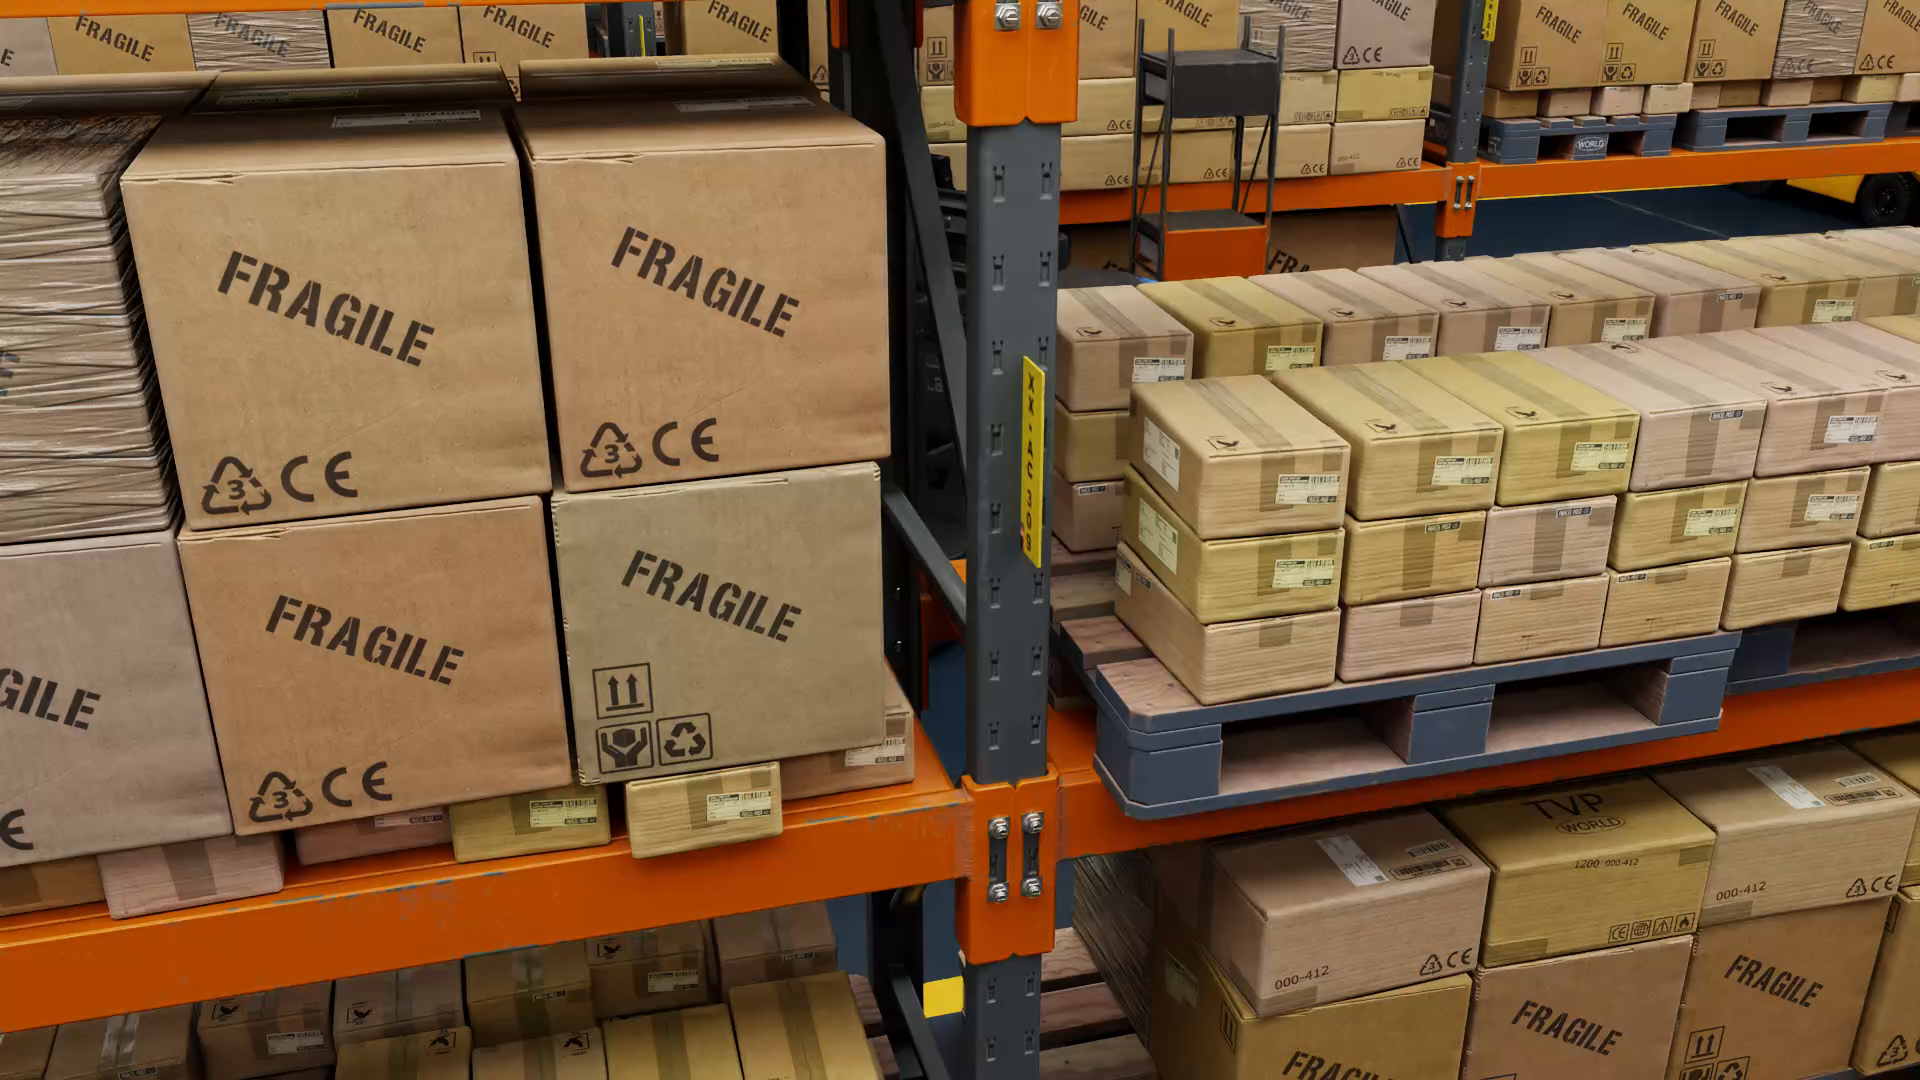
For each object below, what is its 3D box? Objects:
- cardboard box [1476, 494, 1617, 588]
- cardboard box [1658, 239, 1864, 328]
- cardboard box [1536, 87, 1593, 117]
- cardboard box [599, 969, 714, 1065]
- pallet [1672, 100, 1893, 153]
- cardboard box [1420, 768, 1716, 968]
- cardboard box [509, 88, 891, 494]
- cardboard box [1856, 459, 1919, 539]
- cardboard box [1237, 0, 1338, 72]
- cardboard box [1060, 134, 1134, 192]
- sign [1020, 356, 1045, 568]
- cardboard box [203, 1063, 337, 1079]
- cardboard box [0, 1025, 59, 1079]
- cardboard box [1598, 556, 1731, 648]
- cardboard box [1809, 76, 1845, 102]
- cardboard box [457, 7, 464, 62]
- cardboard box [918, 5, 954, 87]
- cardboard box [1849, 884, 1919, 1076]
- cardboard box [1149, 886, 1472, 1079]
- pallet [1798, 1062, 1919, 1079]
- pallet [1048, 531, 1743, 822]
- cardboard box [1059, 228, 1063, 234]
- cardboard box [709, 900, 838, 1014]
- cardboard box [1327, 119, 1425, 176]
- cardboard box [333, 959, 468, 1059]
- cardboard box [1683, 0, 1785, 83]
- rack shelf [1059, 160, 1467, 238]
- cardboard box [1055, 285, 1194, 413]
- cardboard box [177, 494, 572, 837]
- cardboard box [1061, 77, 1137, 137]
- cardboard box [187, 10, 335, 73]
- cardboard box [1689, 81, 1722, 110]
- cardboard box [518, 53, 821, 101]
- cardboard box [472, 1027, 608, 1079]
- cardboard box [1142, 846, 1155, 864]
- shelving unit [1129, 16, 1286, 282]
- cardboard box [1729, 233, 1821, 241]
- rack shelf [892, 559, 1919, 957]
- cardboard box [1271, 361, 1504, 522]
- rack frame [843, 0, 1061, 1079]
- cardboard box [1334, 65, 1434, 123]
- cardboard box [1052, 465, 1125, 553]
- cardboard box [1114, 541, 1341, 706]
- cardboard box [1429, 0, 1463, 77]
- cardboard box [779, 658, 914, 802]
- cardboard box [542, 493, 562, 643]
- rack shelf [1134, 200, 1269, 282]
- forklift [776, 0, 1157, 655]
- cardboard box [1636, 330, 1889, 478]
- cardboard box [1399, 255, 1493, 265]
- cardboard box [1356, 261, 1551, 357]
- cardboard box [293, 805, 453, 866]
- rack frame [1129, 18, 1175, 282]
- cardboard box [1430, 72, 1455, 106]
[{"bbox_3d":[0.960,-0.067,3.011,0.250,0.149,0.380,-6,24,-13],"label":"cardboard box"},{"bbox_3d":[1.807,-0.565,3.795,0.250,0.149,0.380,-7,24,-15],"label":"cardboard box"},{"bbox_3d":[3.020,-2.283,8.553,0.250,0.149,0.380,-8,24,-18],"label":"cardboard box"},{"bbox_3d":[-0.696,1.029,3.753,0.250,0.149,0.380,-6,24,-14],"label":"cardboard box"},{"bbox_3d":[4.271,-2.362,9.195,1.213,0.211,1.003,-6,24,-14],"label":"pallet"},{"bbox_3d":[1.254,0.645,3.628,0.500,0.250,0.500,-6,24,-13],"label":"cardboard box"},{"bbox_3d":[-0.420,-0.419,2.650,0.500,0.500,0.500,-7,24,-16],"label":"cardboard box"},{"bbox_3d":[1.725,-0.153,3.211,0.250,0.149,0.380,-7,24,-15],"label":"cardboard box"},{"bbox_3d":[1.457,-2.517,7.918,0.500,0.500,0.500,-6,24,-13],"label":"cardboard box"},{"bbox_3d":[0.499,-1.830,7.901,0.500,0.250,0.500,-7,24,-15],"label":"cardboard box"},{"bbox_3d":[0.113,-0.122,2.633,0.005,0.325,0.100,-6,24,-14],"label":"sign"},{"bbox_3d":[-1.452,1.117,3.549,0.250,0.149,0.380,-5,24,-12],"label":"cardboard box"},{"bbox_3d":[-1.940,1.029,3.376,0.250,0.149,0.380,-6,24,-14],"label":"cardboard box"},{"bbox_3d":[1.212,0.042,3.133,0.250,0.149,0.380,-6,24,-14],"label":"cardboard box"},{"bbox_3d":[4.539,-2.476,9.002,0.250,0.149,0.380,-7,24,-16],"label":"cardboard box"},{"bbox_3d":[-2.487,-2.293,7.396,0.500,0.500,0.500,-7,24,-15],"label":"cardboard box"},{"bbox_3d":[-0.008,-2.358,7.548,0.500,0.500,0.500,-7,24,-16],"label":"cardboard box"},{"bbox_3d":[2.242,0.886,4.019,0.500,0.500,0.500,-7,24,-17],"label":"cardboard box"},{"bbox_3d":[0.742,1.048,3.641,0.500,0.500,0.500,-5,24,-12],"label":"cardboard box"},{"bbox_3d":[1.885,1.137,4.332,1.213,0.211,1.003,-6,24,-14],"label":"pallet"},{"bbox_3d":[0.734,0.132,3.381,1.213,0.211,1.003,-6,24,-14],"label":"pallet"},{"bbox_3d":[-0.032,-1.210,8.429,0.875,0.875,0.875,-6,24,-13],"label":"cardboard box"},{"bbox_3d":[-0.428,0.872,3.742,0.250,0.149,0.380,-5,24,-12],"label":"cardboard box"},{"bbox_3d":[1.959,-2.003,8.304,0.500,0.250,0.500,-7,24,-16],"label":"cardboard box"},{"bbox_3d":[-1.185,0.961,3.534,0.250,0.149,0.380,-7,24,-16],"label":"cardboard box"},{"bbox_3d":[3.881,-2.677,8.649,0.500,0.500,0.500,-6,24,-13],"label":"cardboard box"},{"bbox_3d":[0.450,-1.681,8.275,4.000,0.370,1.077,-6,24,-14],"label":"rack shelf"},{"bbox_3d":[0.293,-0.397,3.404,0.250,0.149,0.380,-5,24,-12],"label":"cardboard box"},{"bbox_3d":[-0.931,0.101,2.705,0.500,0.500,0.500,-7,24,-16],"label":"cardboard box"},{"bbox_3d":[0.498,-2.063,7.811,0.500,0.250,0.500,-7,24,-16],"label":"cardboard box"},{"bbox_3d":[-2.833,-2.040,6.805,0.500,0.500,0.500,-6,24,-14],"label":"cardboard box"},{"bbox_3d":[3.778,-2.372,8.759,0.250,0.149,0.380,-5,24,-11],"label":"cardboard box"},{"bbox_3d":[-0.541,-0.616,3.110,0.500,0.500,0.500,-6,24,-13],"label":"cardboard box"},{"bbox_3d":[-0.786,1.122,3.159,0.250,0.149,0.380,-7,24,-15],"label":"cardboard box"},{"bbox_3d":[0.608,0.506,3.953,0.500,0.250,0.500,-7,24,-16],"label":"cardboard box"},{"bbox_3d":[1.062,-1.226,7.444,0.503,2.100,0.431,-6,24,-13],"label":"shelving unit"},{"bbox_3d":[5.032,-1.501,9.744,0.625,0.372,0.950,-5,24,-11],"label":"cardboard box"},{"bbox_3d":[1.885,0.188,3.920,4.000,0.370,1.077,-6,24,-14],"label":"rack shelf"},{"bbox_3d":[0.730,-0.180,2.897,0.250,0.149,0.380,-6,24,-13],"label":"cardboard box"},{"bbox_3d":[-0.041,0.070,3.282,0.127,3.000,1.000,-6,24,-14],"label":"rack frame"},{"bbox_3d":[1.978,-2.237,8.215,0.500,0.250,0.500,-6,24,-15],"label":"cardboard box"},{"bbox_3d":[0.288,-0.125,3.522,0.250,0.149,0.380,-7,24,-16],"label":"cardboard box"},{"bbox_3d":[0.463,0.126,2.939,0.250,0.149,0.380,-7,24,-17],"label":"cardboard box"},{"bbox_3d":[2.739,-2.754,8.827,0.500,0.500,0.500,-7,24,-16],"label":"cardboard box"},{"bbox_3d":[-0.253,0.305,3.053,0.250,0.149,0.380,-7,24,-15],"label":"cardboard box"},{"bbox_3d":[-0.586,-0.155,3.303,0.500,0.500,0.500,-7,24,-15],"label":"cardboard box"},{"bbox_3d":[1.062,-1.213,7.449,0.480,0.518,0.431,-6,24,-13],"label":"rack shelf"},{"bbox_3d":[-0.385,-1.117,6.136,1.130,2.935,3.031,17,28,34],"label":"forklift"},{"bbox_3d":[1.464,-0.259,3.082,0.250,0.149,0.380,-7,24,-15],"label":"cardboard box"},{"bbox_3d":[2.923,-1.266,9.196,0.625,0.372,0.950,-8,24,-18],"label":"cardboard box"},{"bbox_3d":[1.053,-0.481,3.599,0.250,0.149,0.380,-6,24,-15],"label":"cardboard box"},{"bbox_3d":[-1.011,0.381,2.876,0.250,0.149,0.380,-7,24,-16],"label":"cardboard box"},{"bbox_3d":[0.825,-1.203,7.390,0.015,2.100,0.400,-6,24,-13],"label":"rack frame"},{"bbox_3d":[2.628,-2.426,8.886,0.250,0.149,0.380,-5,24,-12],"label":"cardboard box"}]
